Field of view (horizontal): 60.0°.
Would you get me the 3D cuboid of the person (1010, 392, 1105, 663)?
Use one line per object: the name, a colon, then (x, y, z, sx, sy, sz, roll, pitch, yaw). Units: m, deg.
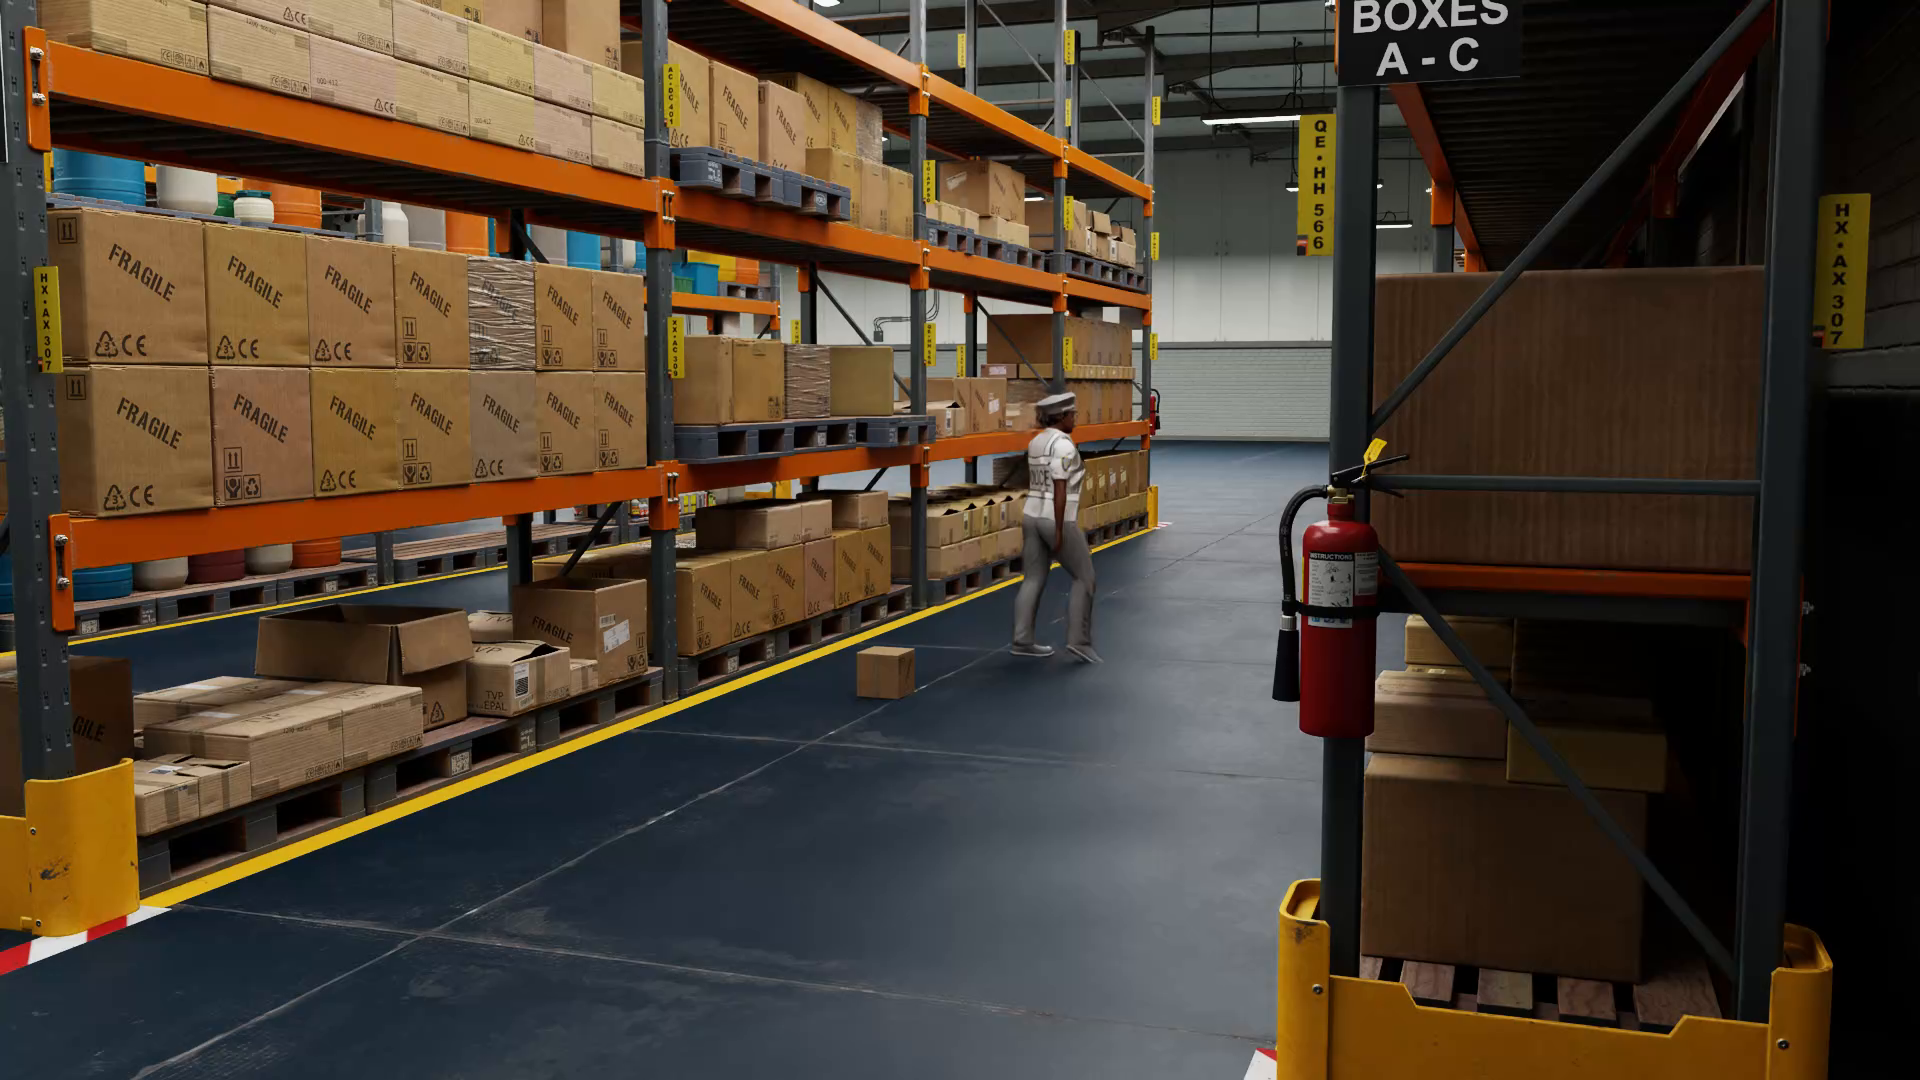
person: (0.580, -0.055, 10.435, 0.571, 1.744, 0.469, -3, 6, -30)
